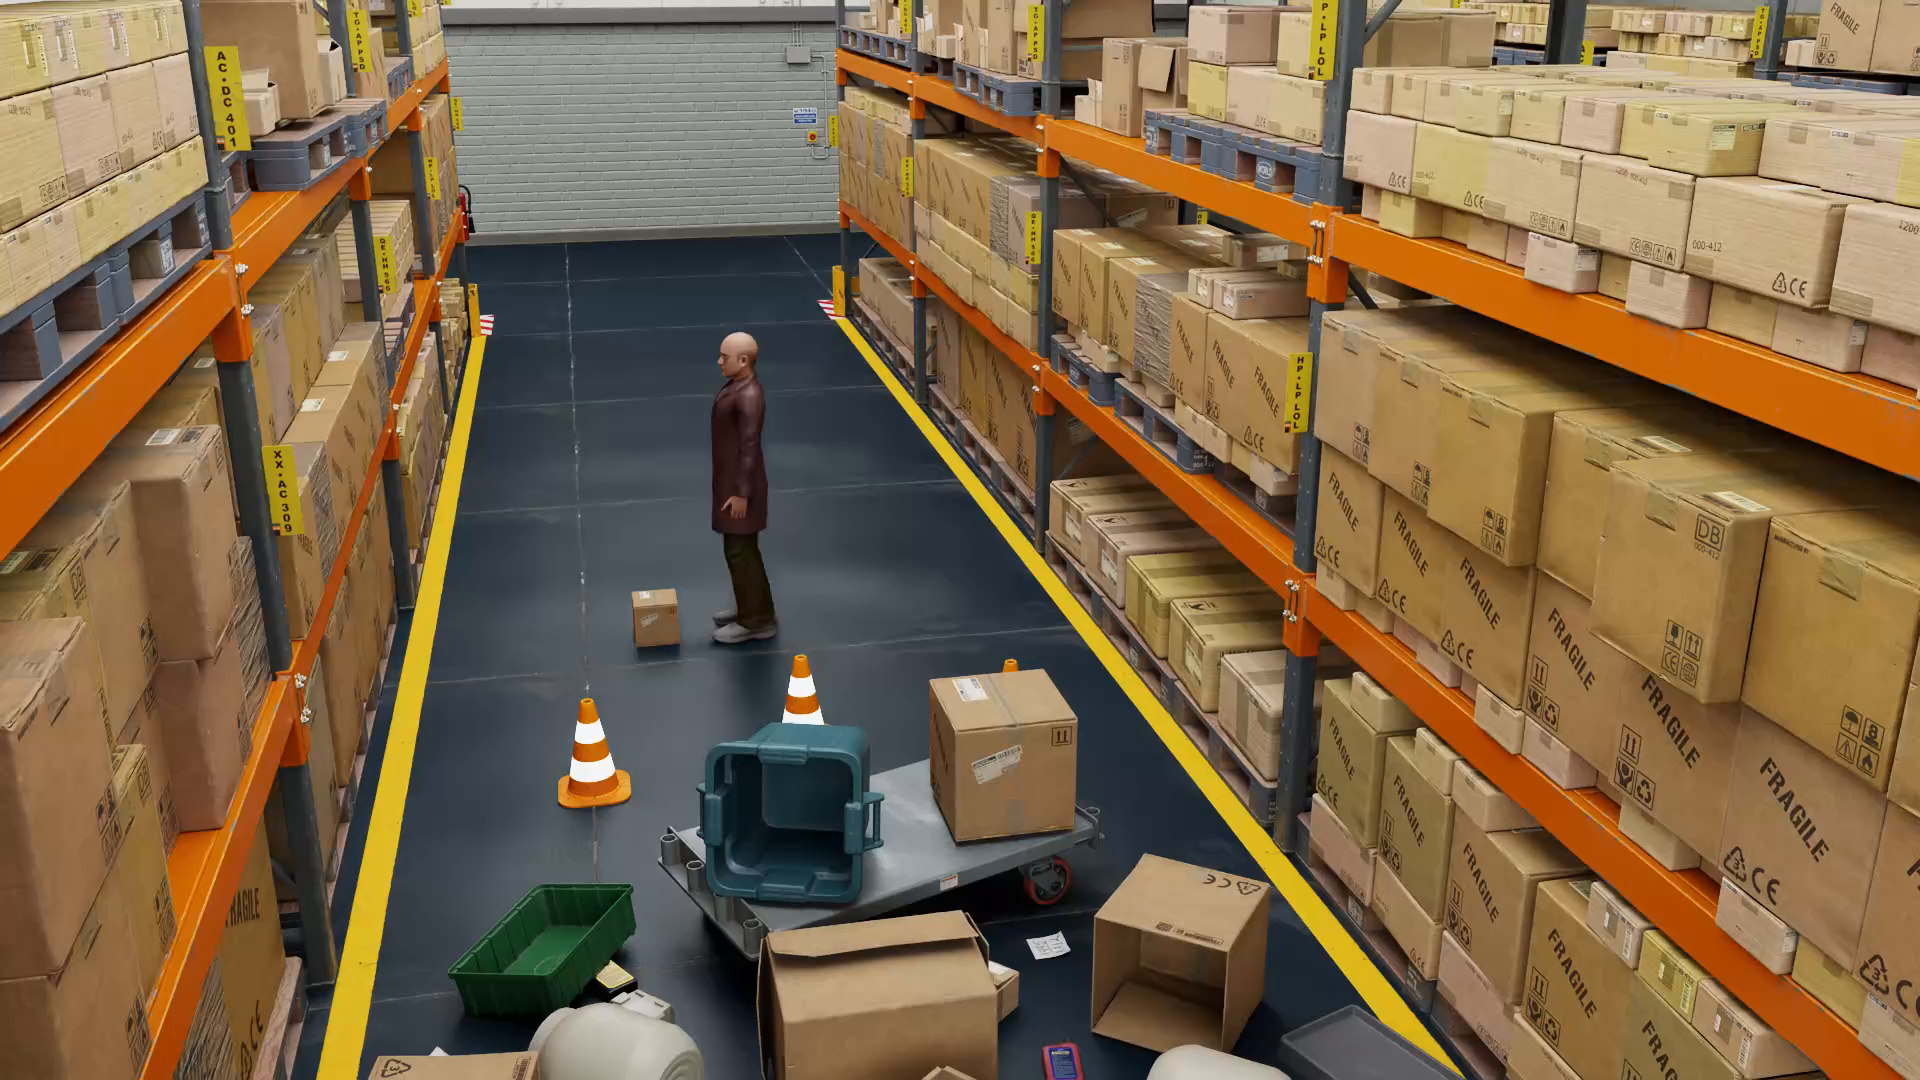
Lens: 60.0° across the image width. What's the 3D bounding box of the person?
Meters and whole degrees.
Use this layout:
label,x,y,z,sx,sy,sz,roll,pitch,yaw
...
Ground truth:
label,x,y,z,sx,sy,sz,roll,pitch,yaw
person,-1.261,-0.301,9.453,0.396,1.776,0.563,-4,20,-11
